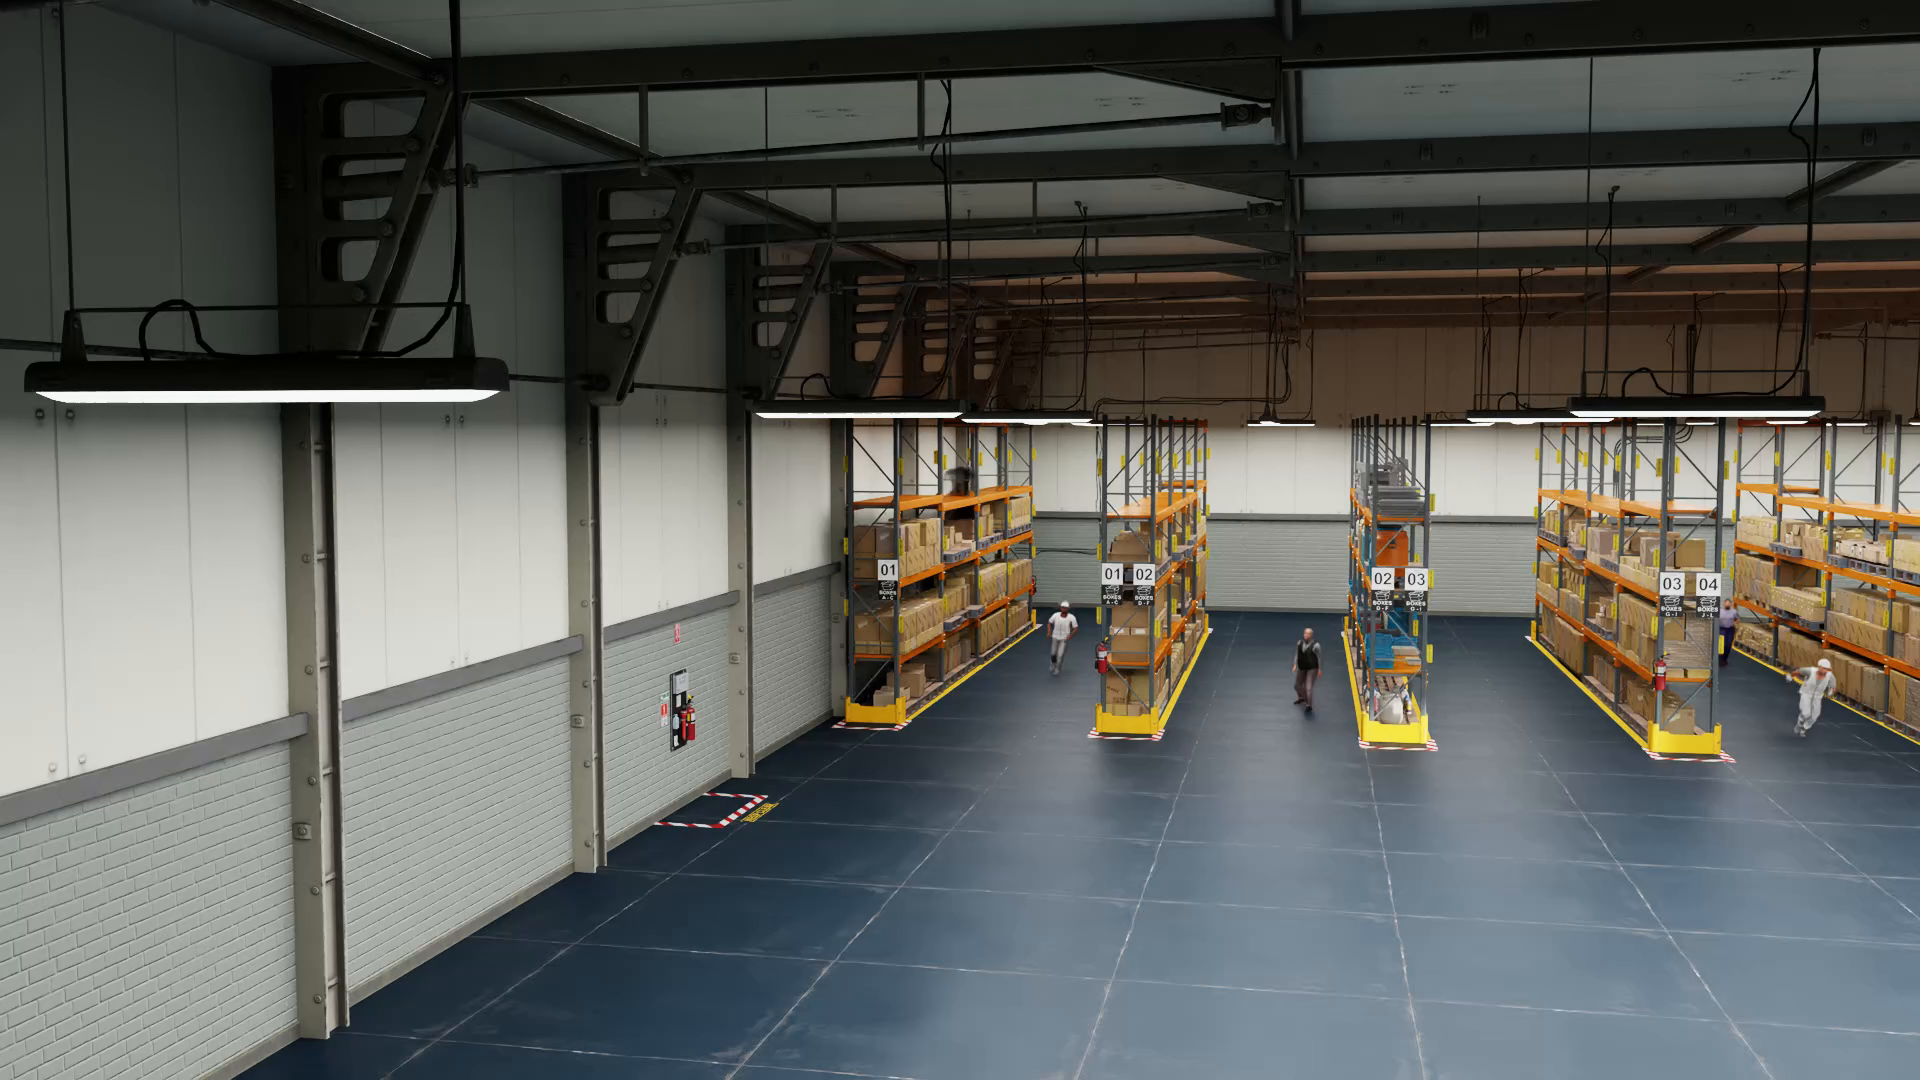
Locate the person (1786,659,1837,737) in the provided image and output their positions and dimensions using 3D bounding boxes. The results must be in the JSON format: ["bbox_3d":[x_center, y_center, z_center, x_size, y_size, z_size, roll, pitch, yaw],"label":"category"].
[{"bbox_3d":[15.654,2.906,30.508,0.679,1.538,1.027,1,4,8],"label":"person"}]

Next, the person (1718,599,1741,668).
[{"bbox_3d":[18.495,2.260,40.088,0.573,1.685,0.733,1,4,10],"label":"person"}]

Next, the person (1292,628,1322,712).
[{"bbox_3d":[7.059,2.621,33.903,0.652,1.692,0.741,-4,5,-44],"label":"person"}]

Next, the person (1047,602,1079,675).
[{"bbox_3d":[2.388,2.296,38.704,0.745,1.725,0.560,1,4,10],"label":"person"}]
